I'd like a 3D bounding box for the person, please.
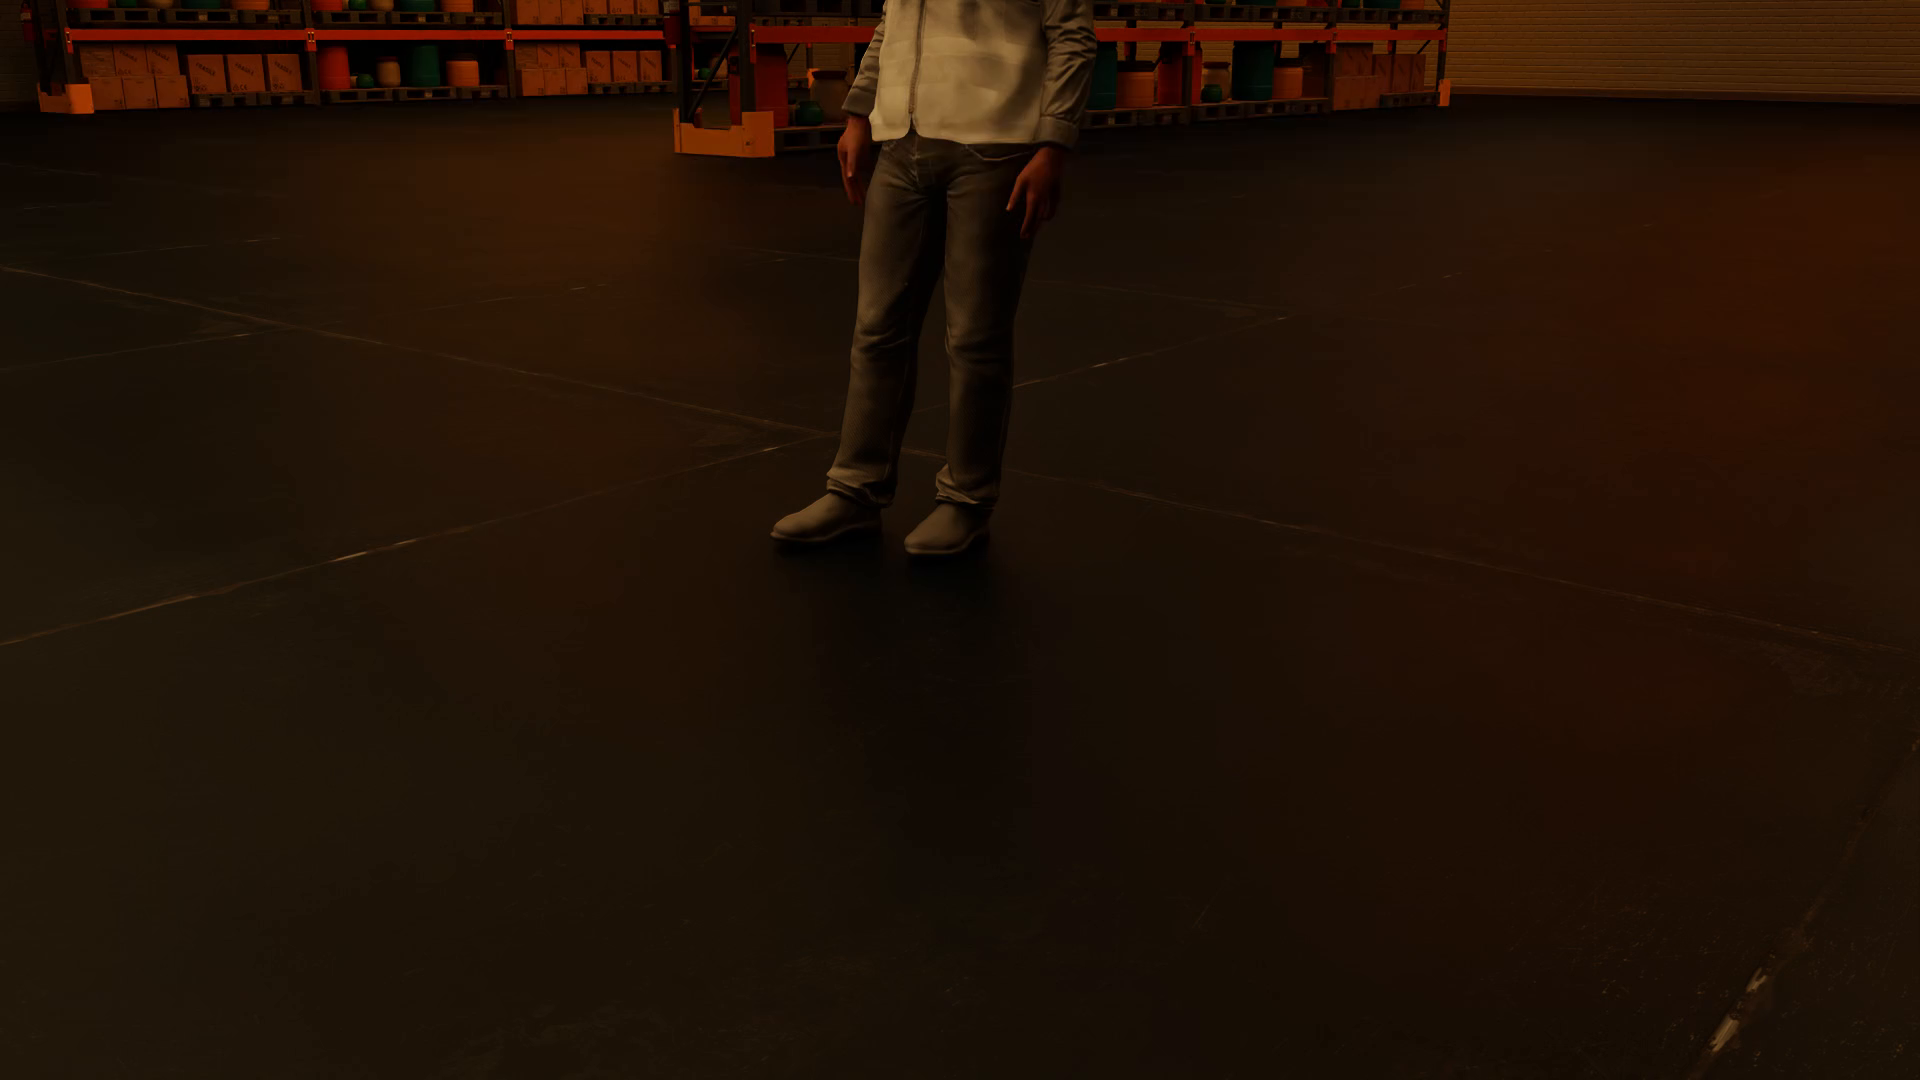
[{"bbox_3d":[-0.046,-0.843,3.640,0.634,1.775,0.566,13,21,37],"label":"person"}]
